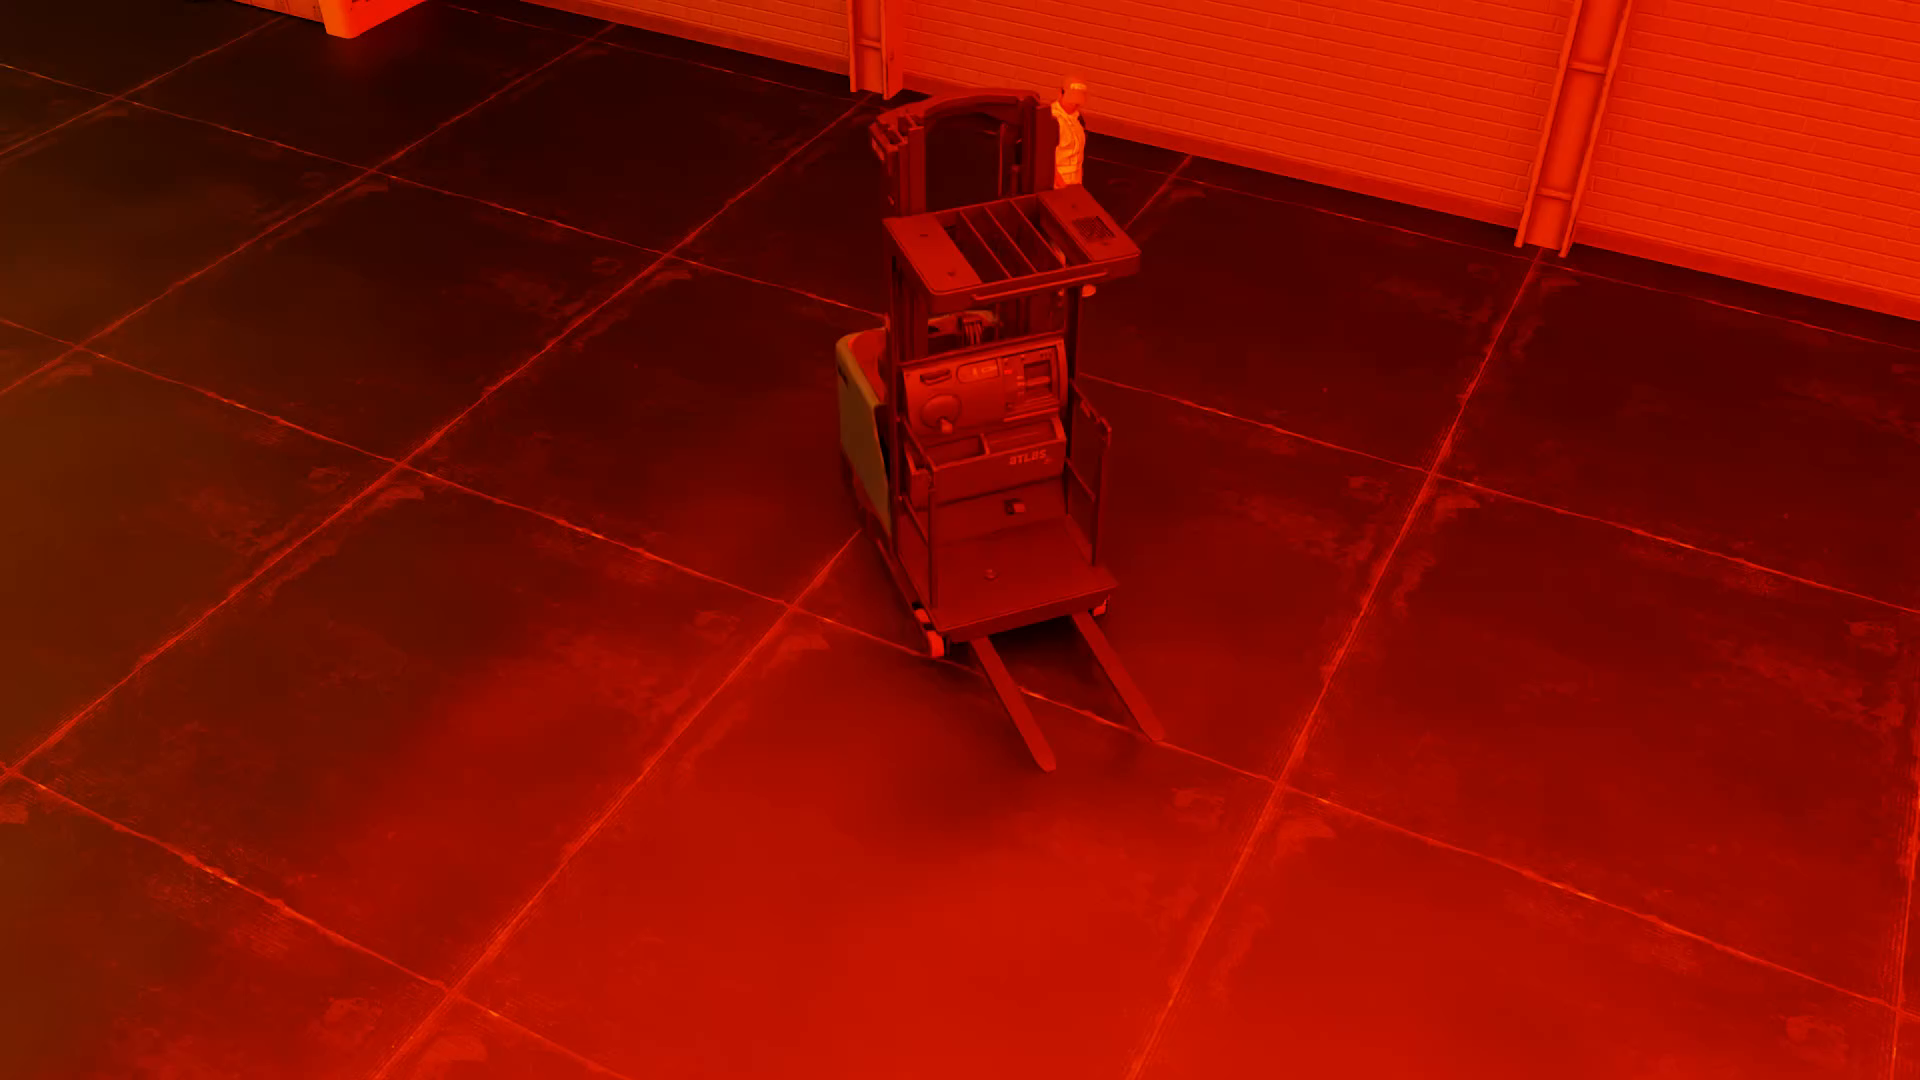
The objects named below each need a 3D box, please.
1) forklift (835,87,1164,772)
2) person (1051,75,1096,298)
[{"bbox_3d":[0.221,-0.754,8.881,1.130,2.935,3.031,-14,42,-16],"label":"forklift"},{"bbox_3d":[0.772,-2.587,12.069,0.512,1.641,0.673,2,40,2],"label":"person"}]
